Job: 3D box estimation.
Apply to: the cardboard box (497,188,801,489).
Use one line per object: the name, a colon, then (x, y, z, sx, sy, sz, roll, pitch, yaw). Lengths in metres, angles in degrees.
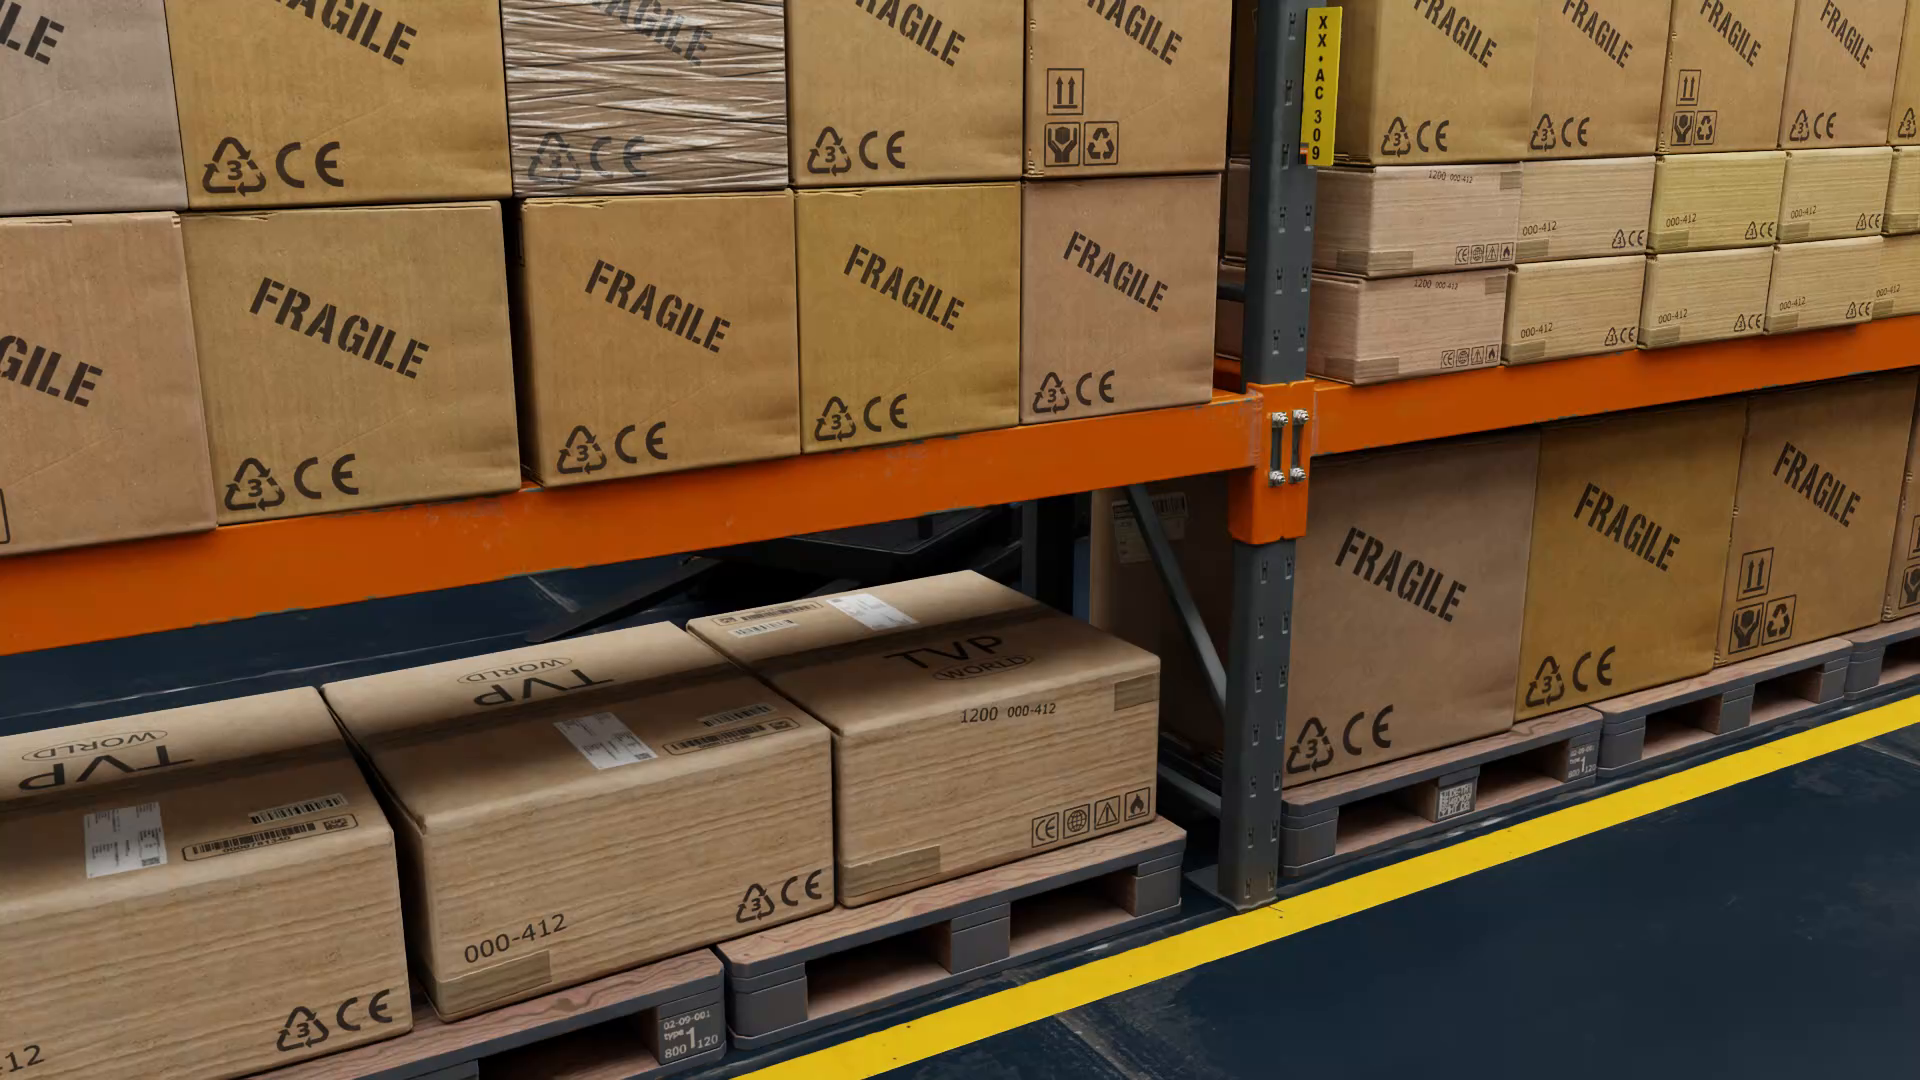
cardboard box: (-0.644, -0.420, 3.166, 0.500, 0.500, 0.500, -10, 18, -31)

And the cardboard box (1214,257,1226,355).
cardboard box: (0.738, -0.690, 4.593, 0.500, 0.250, 0.500, -10, 18, -31)

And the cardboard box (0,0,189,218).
cardboard box: (-1.510, -0.763, 2.536, 0.500, 0.500, 0.500, -9, 18, -30)

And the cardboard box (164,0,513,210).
cardboard box: (-1.083, -0.832, 2.784, 0.500, 0.500, 0.500, -9, 18, -29)

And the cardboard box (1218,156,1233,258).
cardboard box: (0.737, -0.928, 4.514, 0.500, 0.250, 0.500, -9, 18, -30)

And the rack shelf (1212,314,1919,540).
rack shelf: (2.198, -0.573, 5.231, 4.000, 0.370, 1.077, -9, 18, -30)

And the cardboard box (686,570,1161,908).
cardboard box: (-0.110, 0.452, 4.208, 0.875, 0.438, 0.875, -10, 18, -31)

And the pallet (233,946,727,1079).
pallet: (-1.255, 0.959, 3.597, 1.213, 0.211, 1.003, -9, 18, -30)

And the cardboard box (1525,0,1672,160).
cardboard box: (1.431, -1.243, 4.249, 0.500, 0.500, 0.500, -9, 18, -30)

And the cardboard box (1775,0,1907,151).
cardboard box: (2.302, -1.386, 4.758, 0.500, 0.500, 0.500, -10, 18, -31)

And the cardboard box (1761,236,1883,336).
cardboard box: (2.321, -0.777, 4.901, 0.500, 0.250, 0.500, -10, 18, -31)

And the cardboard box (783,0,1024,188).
cardboard box: (-0.218, -0.973, 3.287, 0.500, 0.500, 0.500, -10, 18, -31)

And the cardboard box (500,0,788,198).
cardboard box: (-0.649, -0.900, 3.026, 0.500, 0.500, 0.500, -9, 18, -29)

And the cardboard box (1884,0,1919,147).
cardboard box: (2.739, -1.454, 5.003, 0.500, 0.500, 0.500, -9, 18, -30)

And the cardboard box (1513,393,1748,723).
cardboard box: (1.744, -0.053, 5.200, 0.875, 0.875, 0.875, -9, 18, -28)

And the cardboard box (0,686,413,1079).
cardboard box: (-1.651, 0.702, 3.318, 0.875, 0.438, 0.875, -9, 18, -28)

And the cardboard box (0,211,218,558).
cardboard box: (-1.521, -0.277, 2.657, 0.500, 0.500, 0.500, -9, 18, -30)

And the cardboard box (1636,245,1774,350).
cardboard box: (1.887, -0.709, 4.661, 0.500, 0.250, 0.500, -9, 18, -30)

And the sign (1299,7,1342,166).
sign: (0.771, -0.969, 3.557, 0.005, 0.325, 0.100, -9, 18, -30)

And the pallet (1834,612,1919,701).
pallet: (3.198, 0.237, 6.173, 1.213, 0.211, 1.003, -9, 18, -30)

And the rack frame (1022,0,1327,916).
rack frame: (0.484, -0.642, 4.142, 0.127, 3.000, 1.000, -9, 18, -30)

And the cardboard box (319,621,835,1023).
cardboard box: (-0.877, 0.577, 3.764, 0.875, 0.438, 0.875, -10, 18, -31)

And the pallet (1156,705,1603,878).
pallet: (1.106, 0.576, 4.963, 1.213, 0.211, 1.003, -9, 18, -30)

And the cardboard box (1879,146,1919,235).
cardboard box: (2.762, -1.092, 5.100, 0.500, 0.250, 0.500, -10, 18, -31)

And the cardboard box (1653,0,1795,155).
cardboard box: (1.862, -1.312, 4.496, 0.500, 0.500, 0.500, -10, 18, -31)

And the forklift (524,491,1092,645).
forklift: (-0.453, -1.196, 6.245, 1.130, 2.935, 3.031, 8, 17, 25)

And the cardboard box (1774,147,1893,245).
cardboard box: (2.317, -1.020, 4.842, 0.500, 0.250, 0.500, -10, 18, -31)

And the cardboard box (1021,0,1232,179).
cardboard box: (0.222, -1.042, 3.531, 0.500, 0.500, 0.500, -9, 18, -30)

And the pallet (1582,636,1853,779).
pallet: (2.153, 0.406, 5.572, 1.213, 0.211, 1.003, -9, 18, -30)

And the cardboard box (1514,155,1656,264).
cardboard box: (1.439, -0.885, 4.362, 0.500, 0.250, 0.500, -9, 18, -29)

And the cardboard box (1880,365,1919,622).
cardboard box: (3.278, -0.300, 6.081, 0.875, 0.875, 0.875, -9, 18, -30)

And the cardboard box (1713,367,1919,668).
cardboard box: (2.511, -0.177, 5.643, 0.875, 0.875, 0.875, -9, 18, -29)

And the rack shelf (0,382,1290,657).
rack shelf: (-1.231, -0.017, 3.247, 4.000, 0.370, 1.077, -9, 18, -30)

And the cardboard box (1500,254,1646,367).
cardboard box: (1.440, -0.642, 4.420, 0.500, 0.250, 0.500, -10, 18, -31)

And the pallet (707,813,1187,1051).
pallet: (-0.208, 0.789, 4.206, 1.213, 0.211, 1.003, -9, 18, -30)

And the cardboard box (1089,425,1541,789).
cardboard box: (0.974, 0.074, 4.745, 0.875, 0.875, 0.875, -9, 18, -28)

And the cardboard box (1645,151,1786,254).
cardboard box: (1.885, -0.949, 4.590, 0.500, 0.250, 0.500, -9, 18, -29)

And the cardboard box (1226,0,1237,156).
cardboard box: (0.737, -1.292, 4.422, 0.500, 0.500, 0.500, -9, 18, -28)

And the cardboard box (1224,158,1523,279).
cardboard box: (1.006, -0.806, 4.080, 0.500, 0.250, 0.500, -10, 18, -31)

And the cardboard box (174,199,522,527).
cardboard box: (-1.100, -0.351, 2.919, 0.500, 0.500, 0.500, -9, 18, -28)

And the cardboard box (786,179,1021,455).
cardboard box: (-0.220, -0.493, 3.428, 0.500, 0.500, 0.500, -10, 18, -31)

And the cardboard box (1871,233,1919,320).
cardboard box: (2.743, -0.854, 5.178, 0.500, 0.250, 0.500, -9, 18, -30)

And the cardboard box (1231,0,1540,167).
cardboard box: (1.009, -1.166, 3.974, 0.500, 0.500, 0.500, -9, 18, -29)

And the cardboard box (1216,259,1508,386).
cardboard box: (0.997, -0.570, 4.162, 0.500, 0.250, 0.500, -10, 18, -31)

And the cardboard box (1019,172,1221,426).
cardboard box: (0.218, -0.566, 3.687, 0.500, 0.500, 0.500, -9, 18, -29)
